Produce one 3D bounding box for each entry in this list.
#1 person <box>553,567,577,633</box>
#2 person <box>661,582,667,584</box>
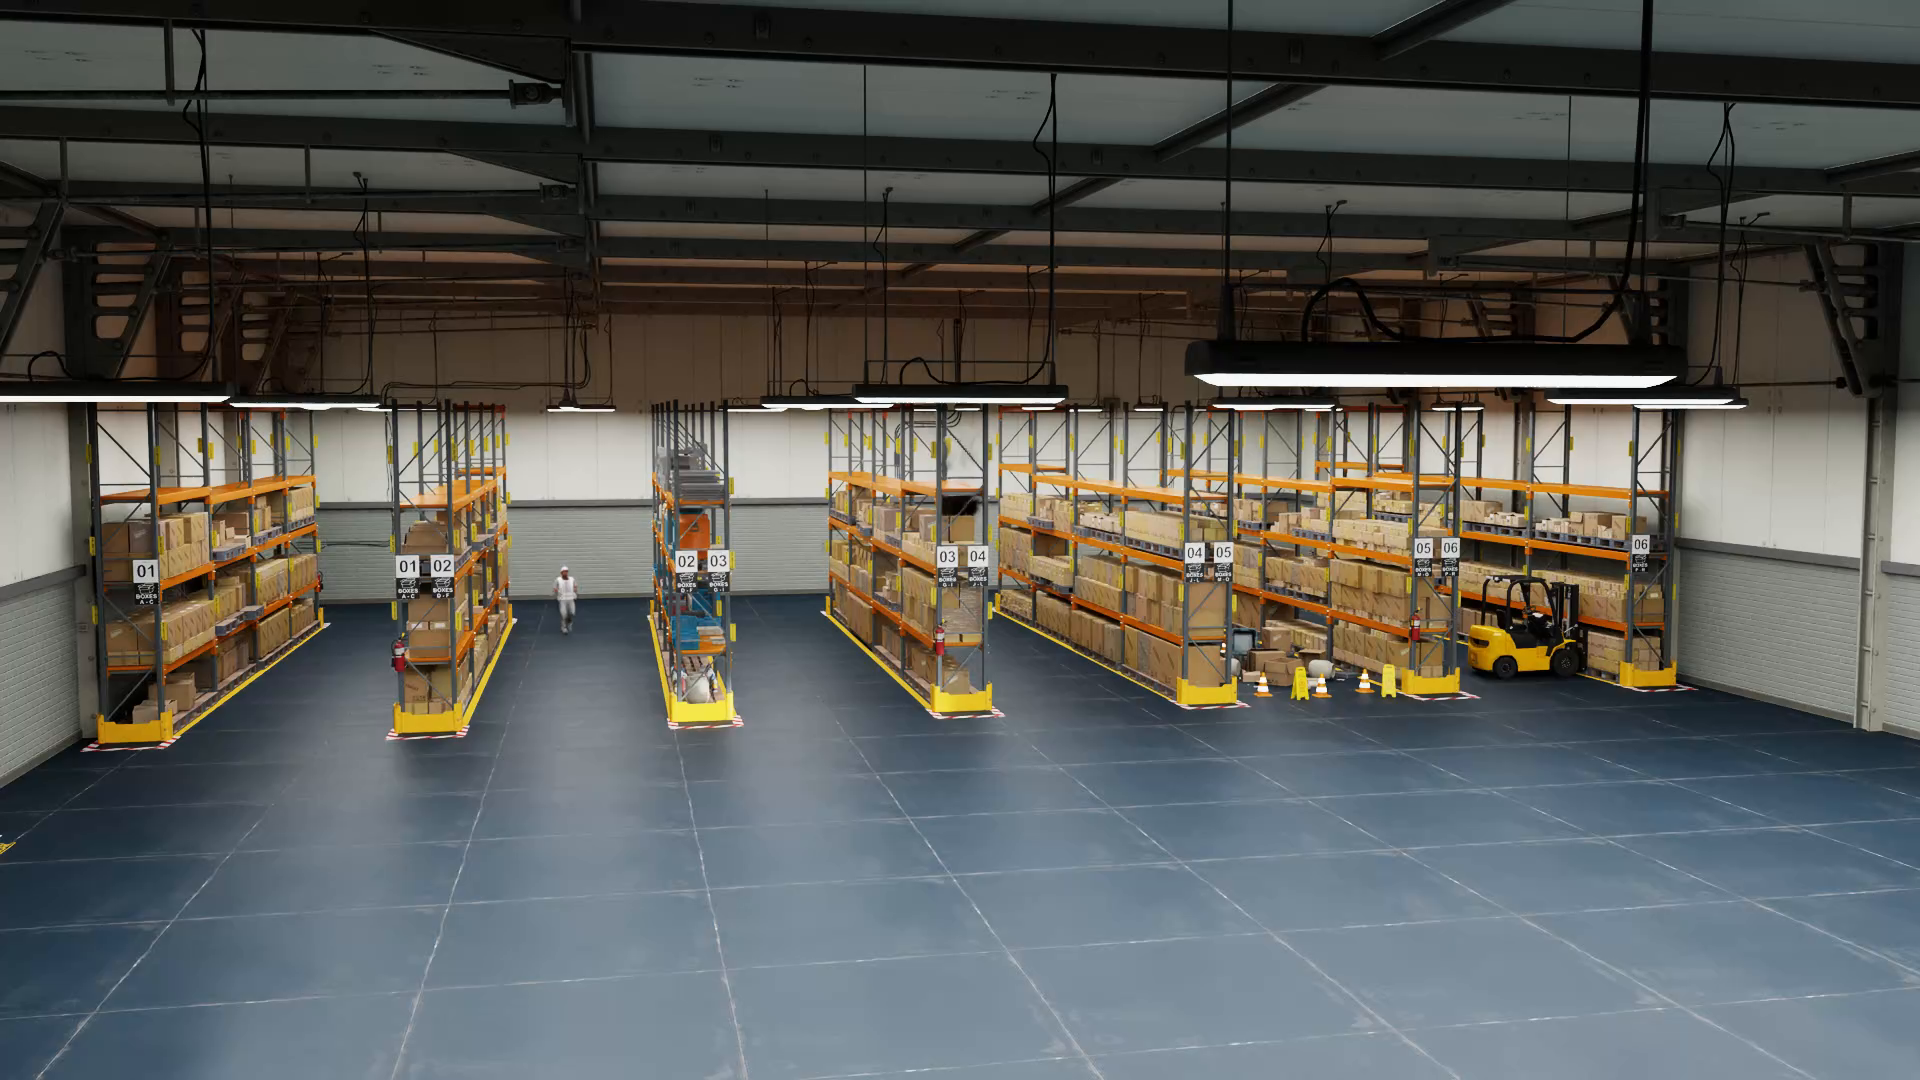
[{"bbox_3d":[-10.283,1.566,43.427,0.652,1.737,0.601,-2,5,-24],"label":"person"},{"bbox_3d":[1.554,1.781,41.310,17.237,1.663,5.313,-1,4,-16],"label":"person"}]
